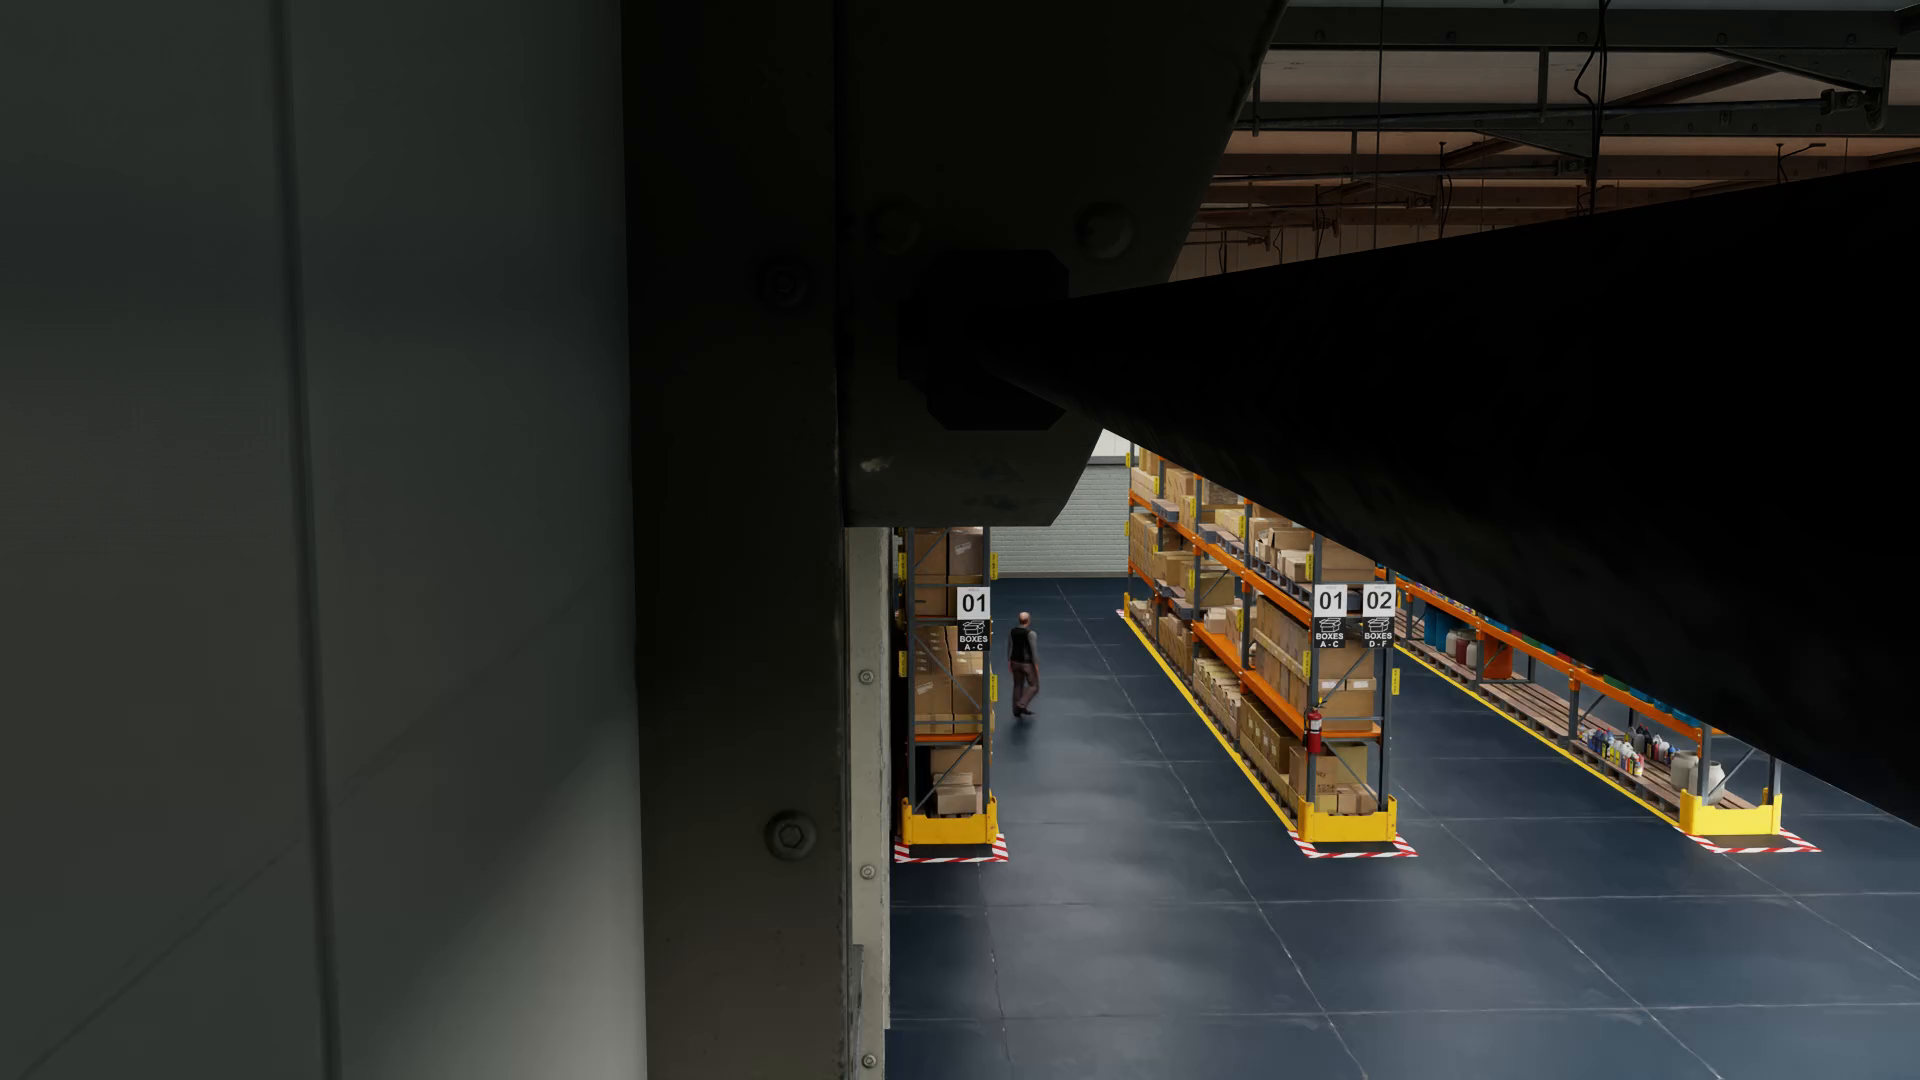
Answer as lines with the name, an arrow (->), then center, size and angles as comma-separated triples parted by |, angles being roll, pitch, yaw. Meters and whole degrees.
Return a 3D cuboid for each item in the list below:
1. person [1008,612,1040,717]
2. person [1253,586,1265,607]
person -> 0.998, 2.032, 26.961 | 0.576, 1.718, 0.520 | 6, 9, 38
person -> 6.065, 1.212, 33.135 | 0.619, 1.814, 0.455 | 4, 8, 28
